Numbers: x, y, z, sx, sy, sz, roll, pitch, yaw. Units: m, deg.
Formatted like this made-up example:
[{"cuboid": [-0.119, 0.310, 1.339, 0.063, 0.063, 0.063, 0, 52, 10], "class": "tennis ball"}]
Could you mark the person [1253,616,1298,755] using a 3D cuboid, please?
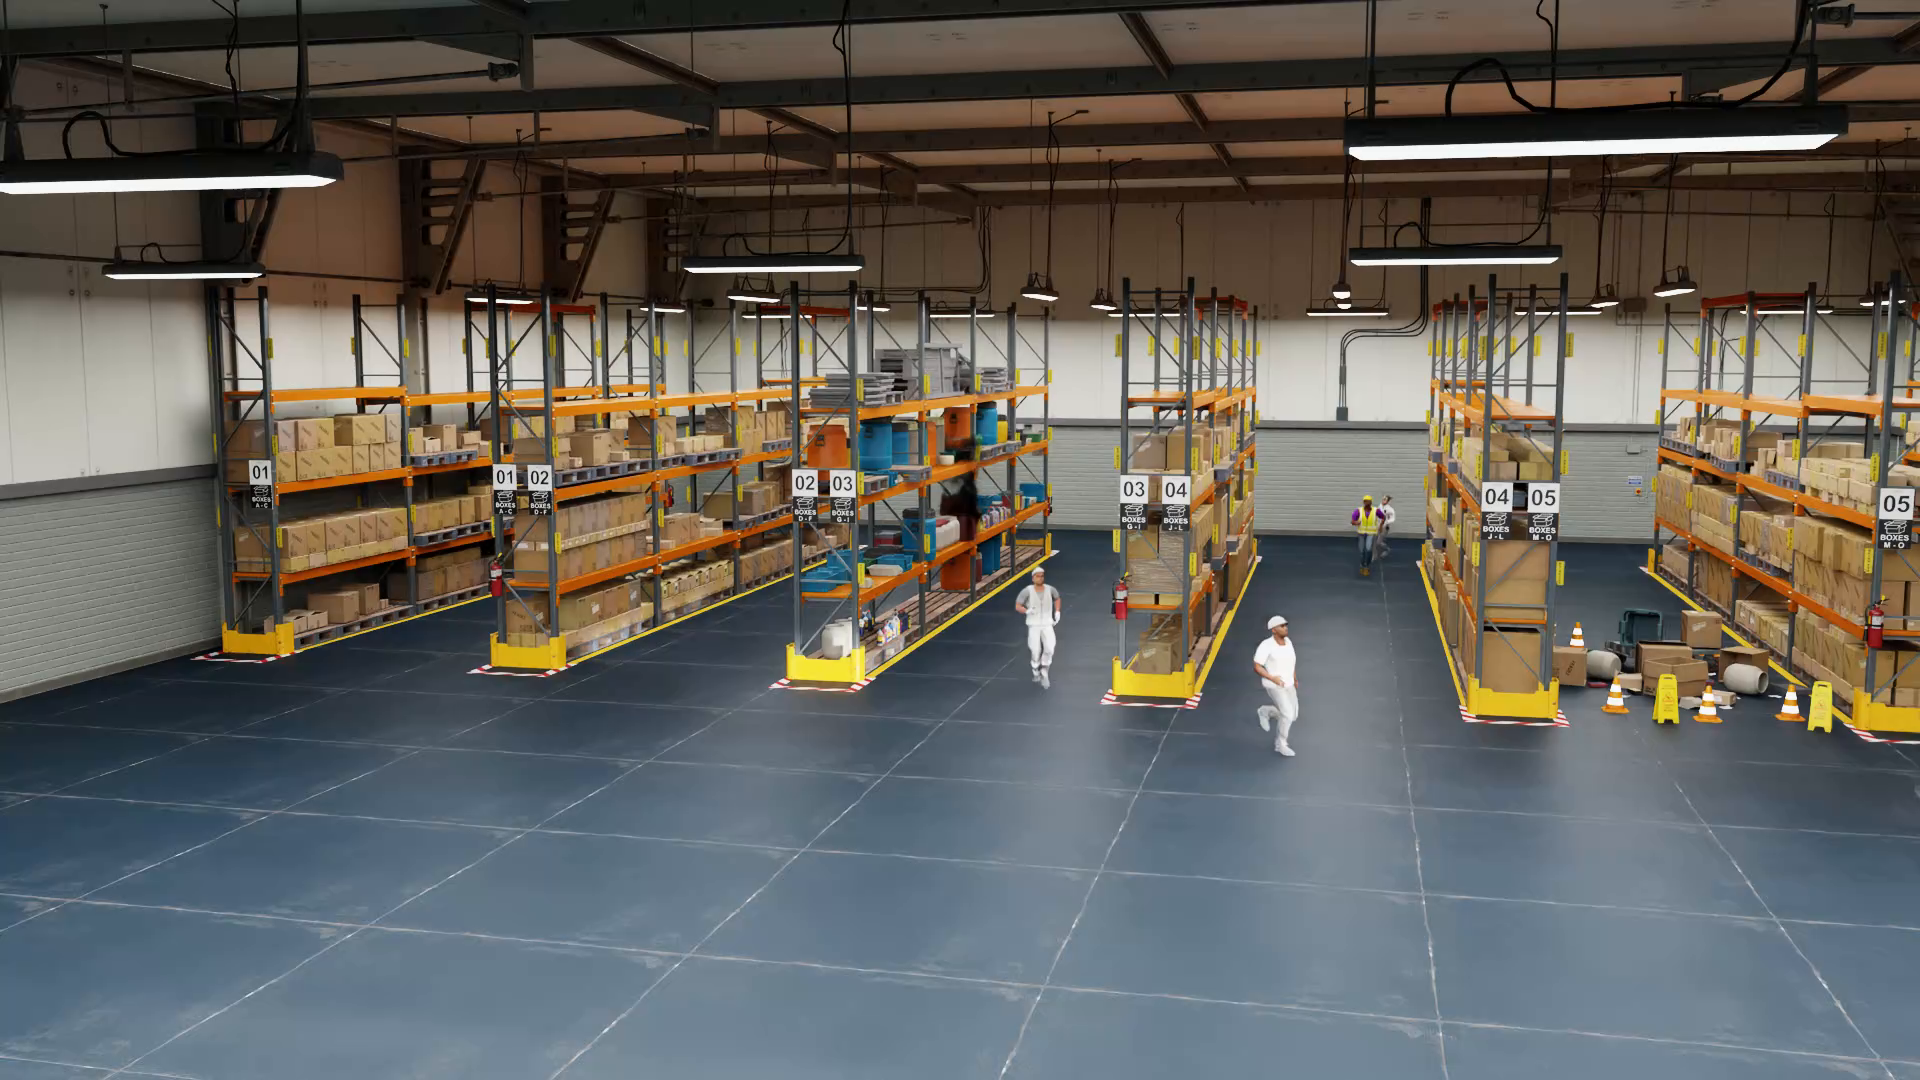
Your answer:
[{"cuboid": [3.932, 1.789, 20.731, 0.720, 1.707, 0.661, -6, 9, -44], "class": "person"}]

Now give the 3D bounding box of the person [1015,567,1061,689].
[{"cuboid": [1.172, 1.298, 24.658, 0.722, 1.803, 0.630, -1, 7, -8], "class": "person"}]

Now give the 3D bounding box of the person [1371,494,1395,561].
[{"cuboid": [10.029, -0.291, 39.296, 0.584, 1.627, 0.638, -3, 7, -25], "class": "person"}]

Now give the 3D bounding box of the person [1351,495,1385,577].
[{"cuboid": [8.995, -0.091, 36.790, 0.702, 1.811, 0.711, 3, 7, 24], "class": "person"}]
